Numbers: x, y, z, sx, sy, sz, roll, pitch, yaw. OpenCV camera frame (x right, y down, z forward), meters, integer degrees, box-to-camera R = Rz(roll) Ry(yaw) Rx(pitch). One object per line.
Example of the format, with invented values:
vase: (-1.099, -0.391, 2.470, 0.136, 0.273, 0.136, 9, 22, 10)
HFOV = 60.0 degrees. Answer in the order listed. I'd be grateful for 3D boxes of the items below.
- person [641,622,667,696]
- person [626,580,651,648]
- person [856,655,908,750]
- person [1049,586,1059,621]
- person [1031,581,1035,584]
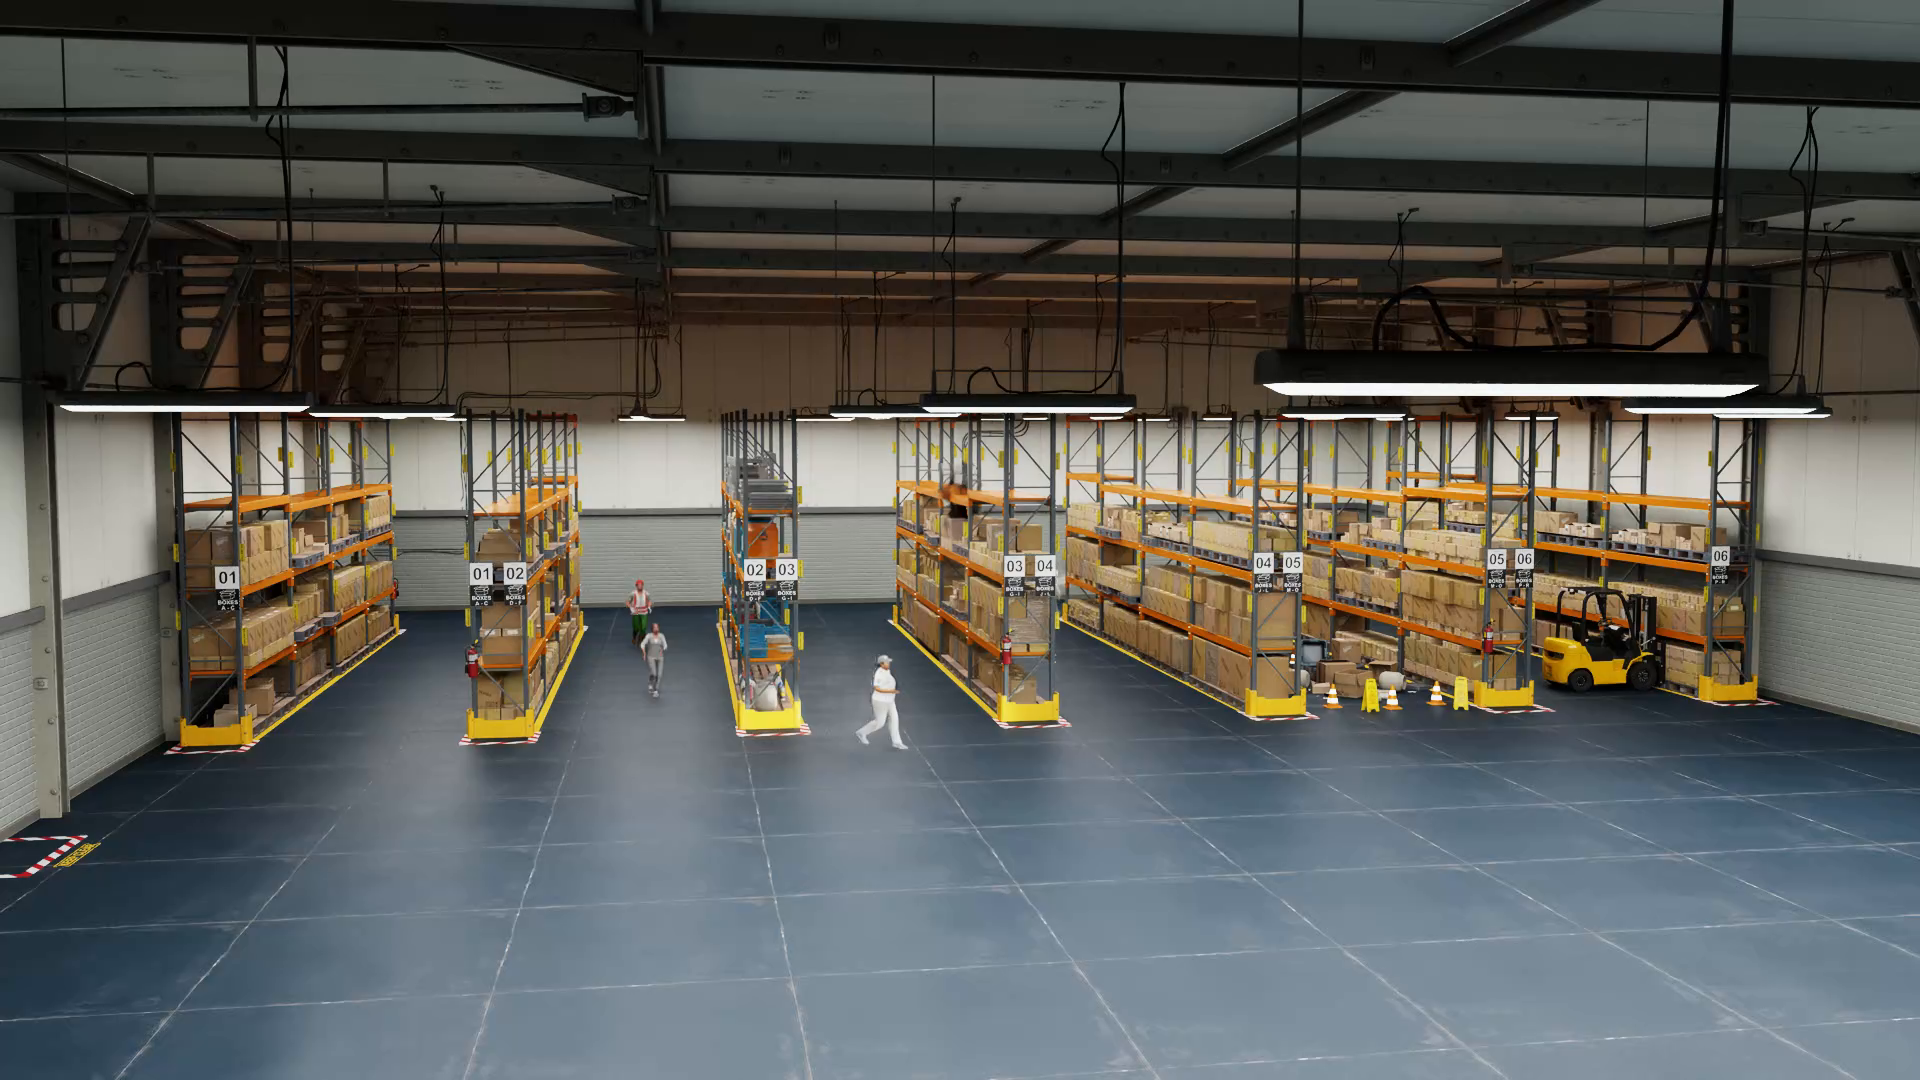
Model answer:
person: (-6.389, 2.509, 34.825, 0.506, 1.561, 0.559, -2, 4, -22)
person: (-8.187, 1.887, 42.505, 0.638, 1.740, 0.587, -2, 4, -23)
person: (-1.371, 2.852, 29.198, 0.931, 1.668, 0.591, 1, 4, 17)
person: (2.395, 1.776, 45.239, 0.598, 1.617, 0.586, 0, 4, -4)
person: (2.135, 1.493, 49.245, 0.764, 1.614, 0.602, 3, 5, 39)
